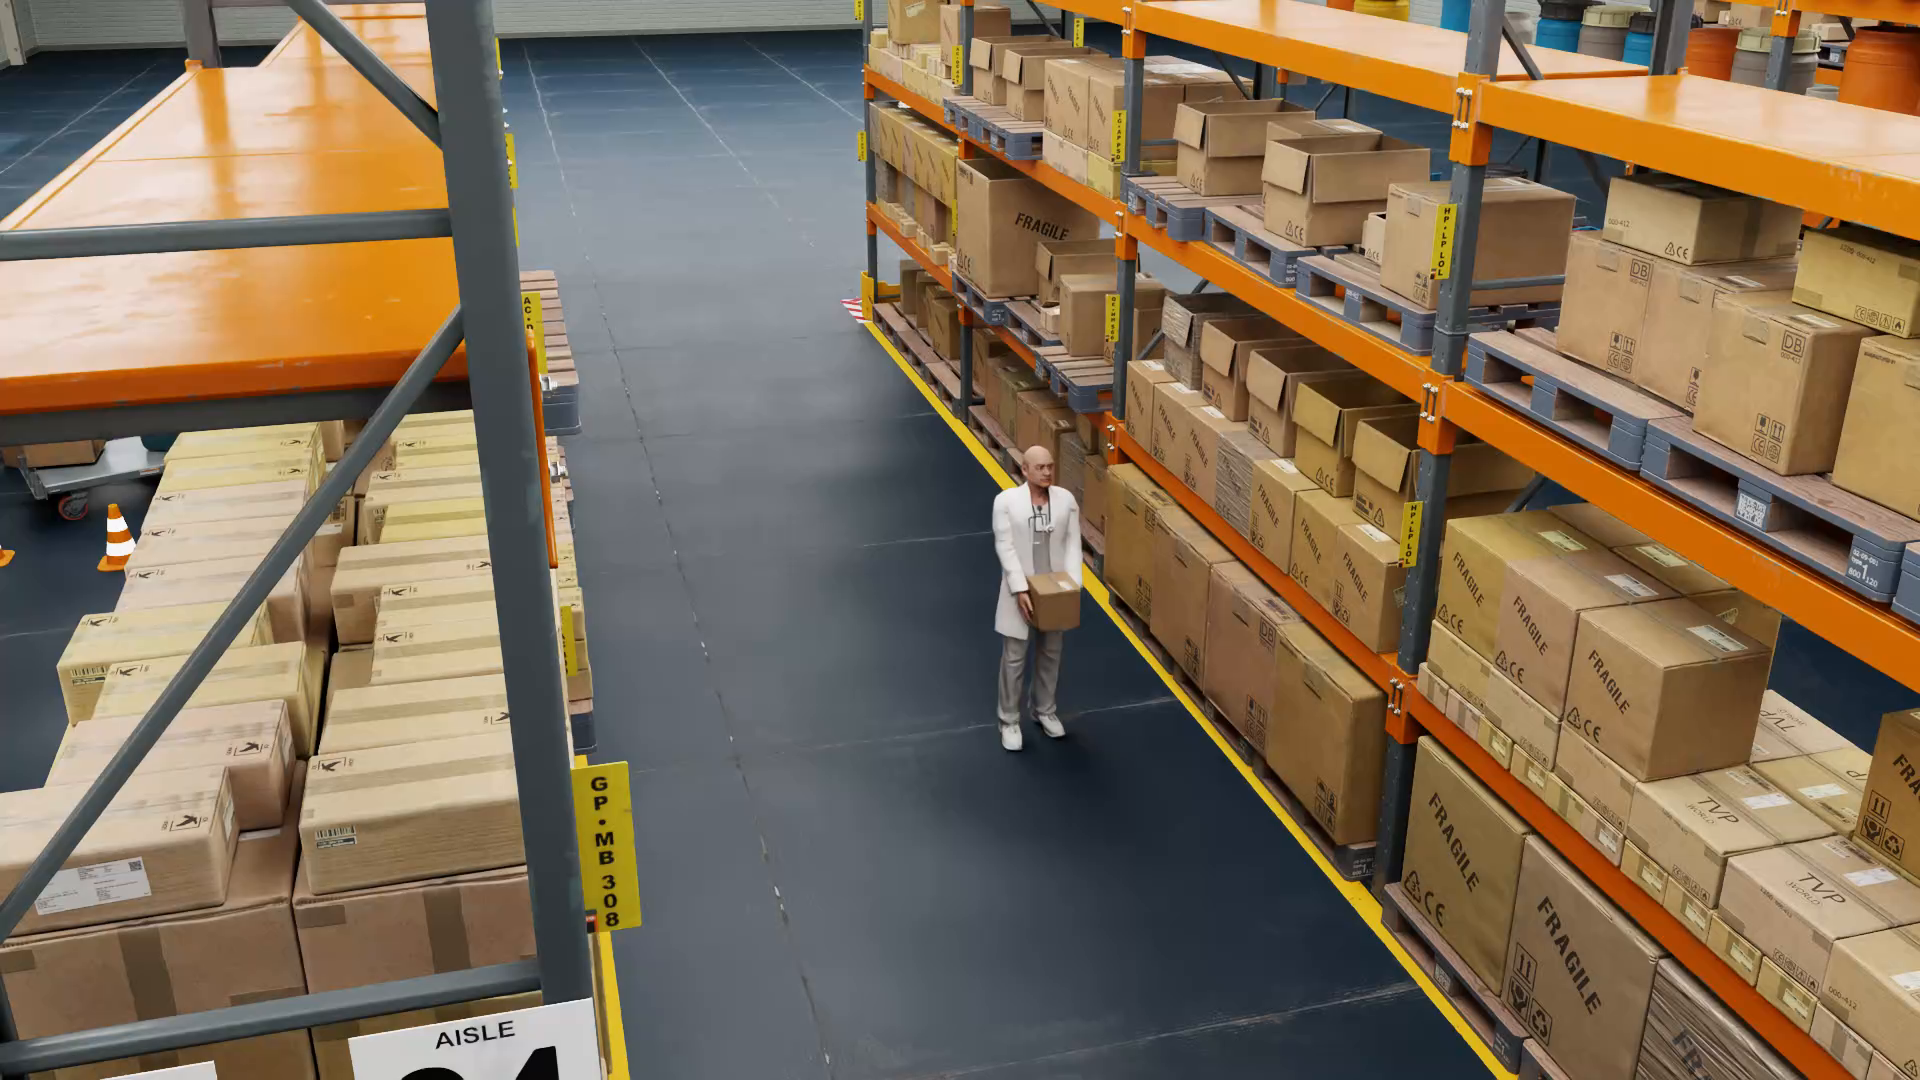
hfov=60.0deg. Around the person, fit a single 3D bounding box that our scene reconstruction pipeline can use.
[{"bbox_3d":[0.479,0.340,9.873,0.557,1.781,0.523,-6,23,-15],"label":"person"}]
